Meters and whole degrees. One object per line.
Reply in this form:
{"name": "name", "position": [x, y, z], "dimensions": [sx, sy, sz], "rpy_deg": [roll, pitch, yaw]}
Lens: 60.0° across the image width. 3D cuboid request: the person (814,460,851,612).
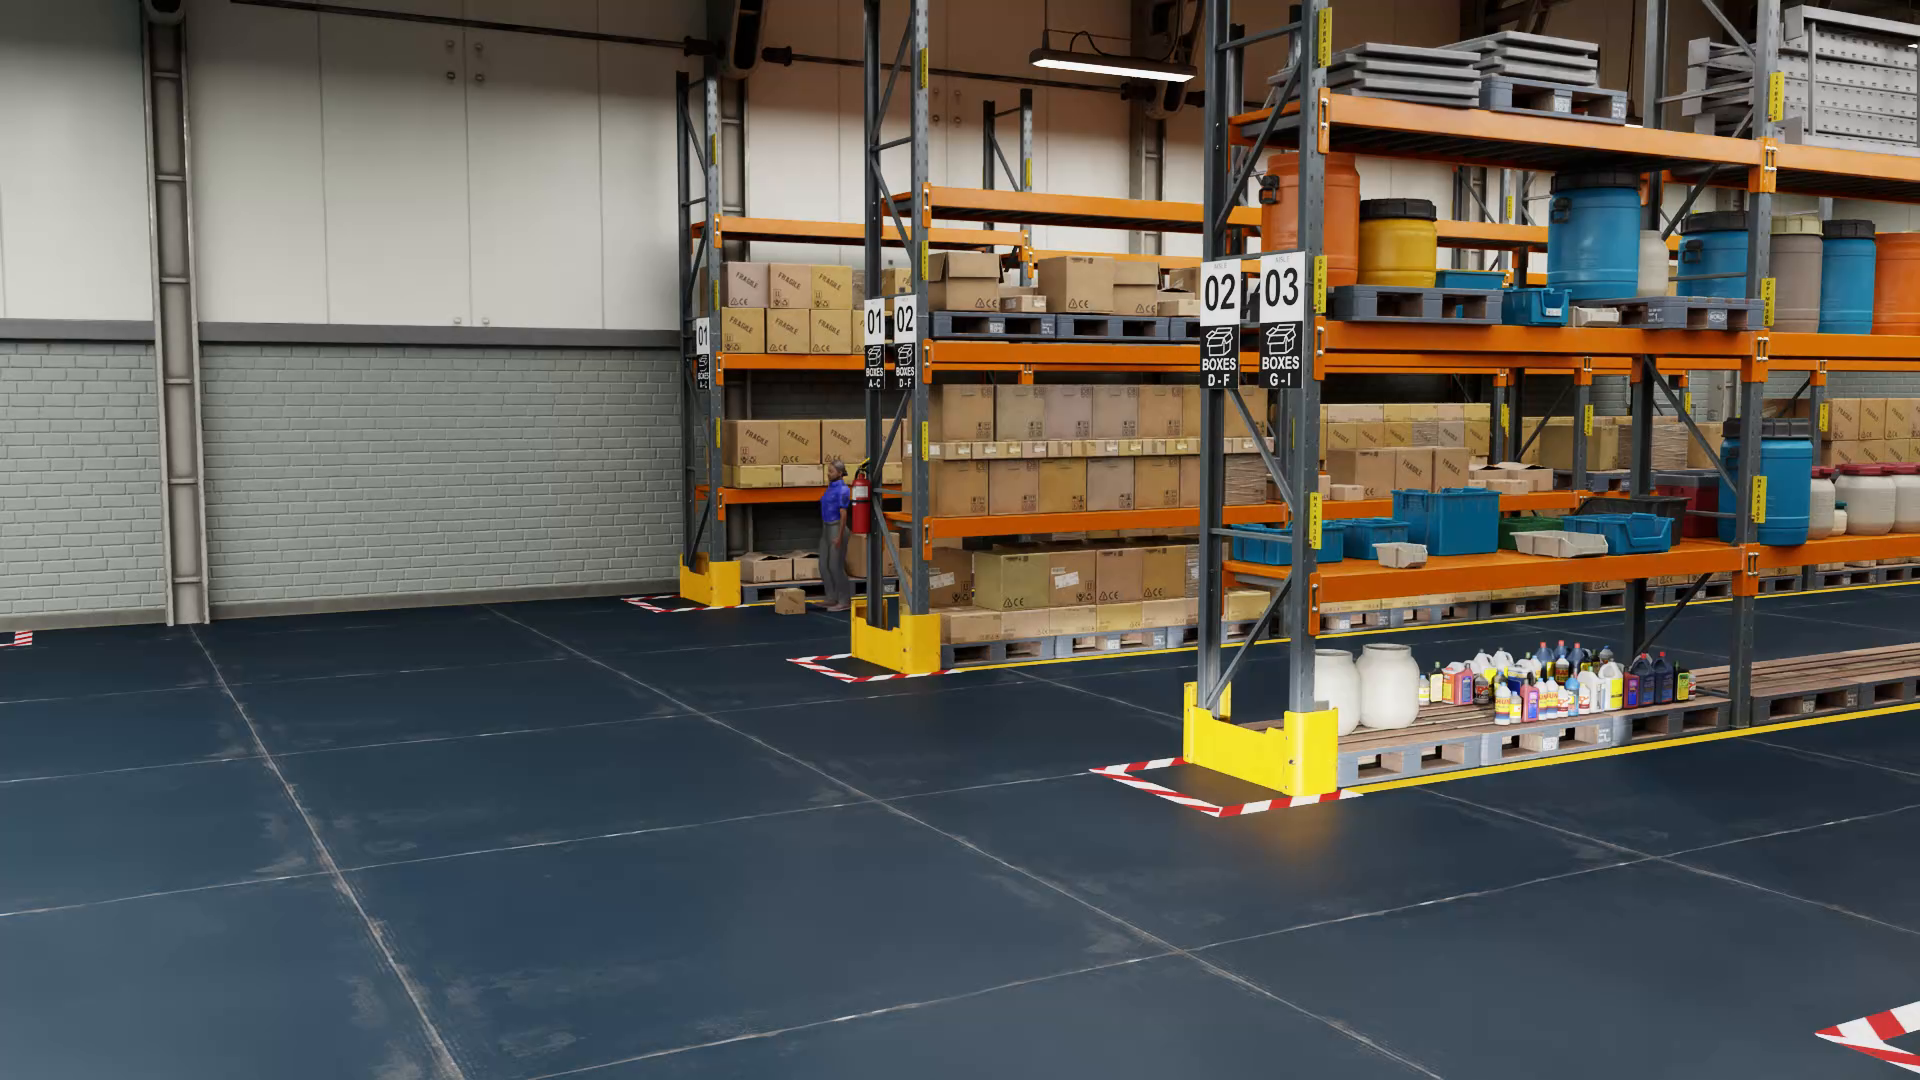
{"name": "person", "position": [-1.381, -0.043, 18.147], "dimensions": [0.350, 1.637, 0.437], "rpy_deg": [-3, 6, -27]}
